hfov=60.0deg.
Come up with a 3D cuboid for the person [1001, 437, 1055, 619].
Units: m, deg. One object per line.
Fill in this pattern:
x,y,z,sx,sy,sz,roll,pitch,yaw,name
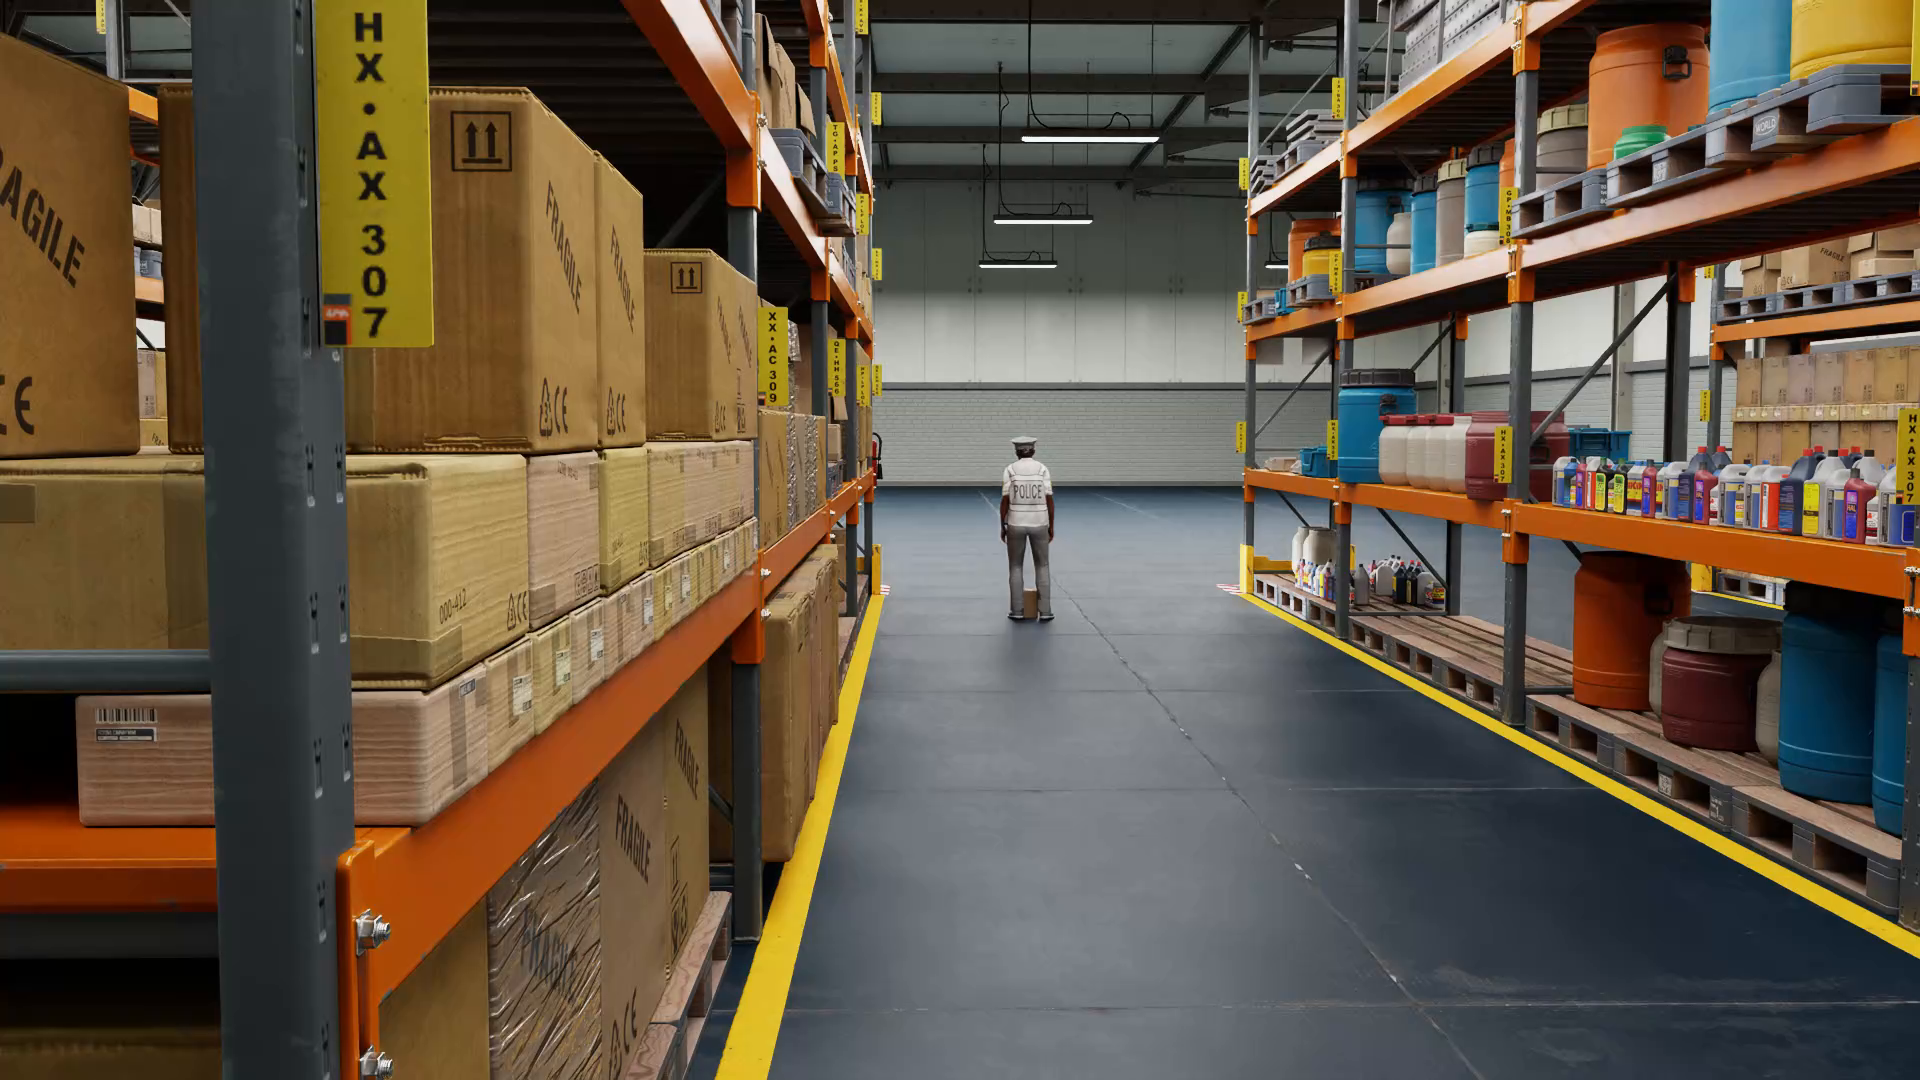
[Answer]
0.616,-0.106,15.089,0.504,1.657,0.423,0,4,-2,person
